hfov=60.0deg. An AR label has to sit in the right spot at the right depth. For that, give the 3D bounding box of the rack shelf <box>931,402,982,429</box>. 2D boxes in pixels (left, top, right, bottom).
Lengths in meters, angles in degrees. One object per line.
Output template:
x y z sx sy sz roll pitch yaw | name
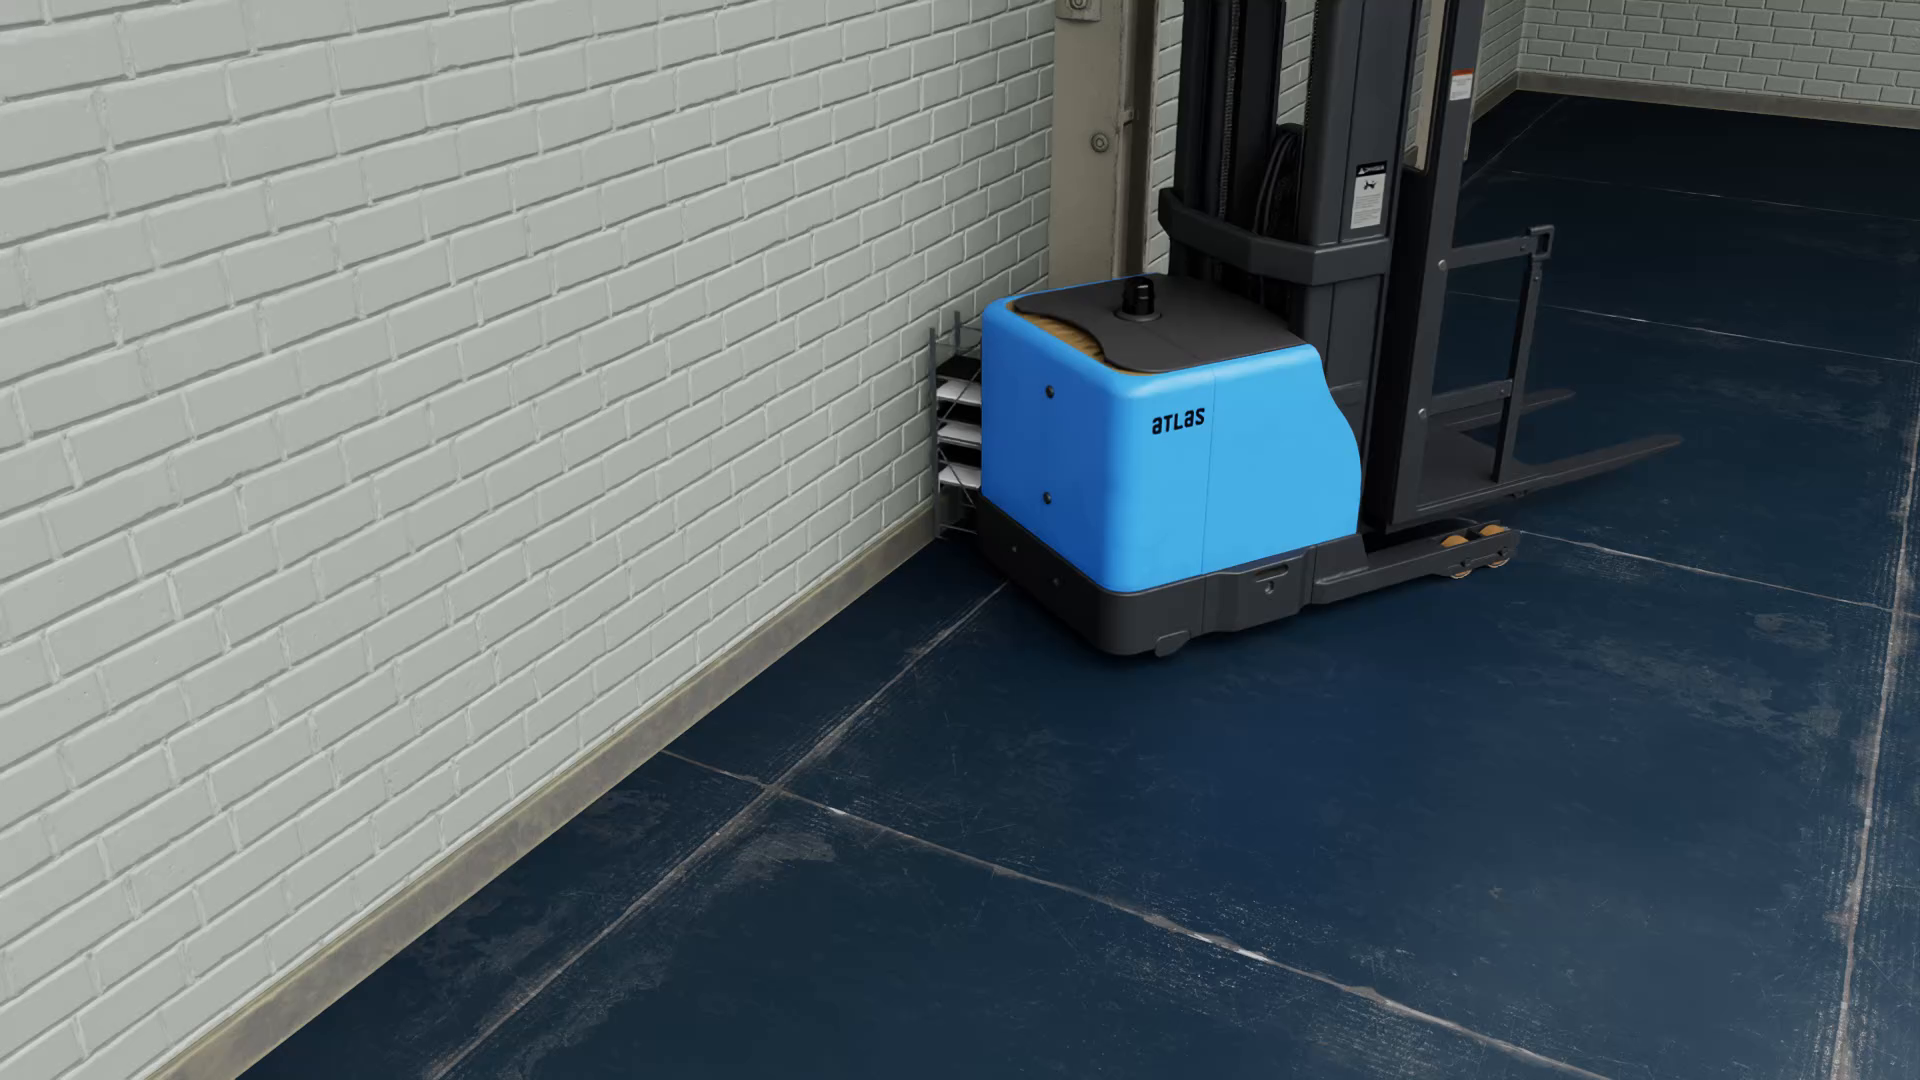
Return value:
0.046 -0.479 6.540 0.258 0.077 0.200 13 31 25 | rack shelf

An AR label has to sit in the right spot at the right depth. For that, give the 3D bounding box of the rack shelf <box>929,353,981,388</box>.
0.043 -0.638 6.457 0.258 0.077 0.200 13 31 25 | rack shelf

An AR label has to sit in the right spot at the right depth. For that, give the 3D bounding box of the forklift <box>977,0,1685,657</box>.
1.612 -1.354 6.181 3.031 2.935 1.130 -14 30 -25 | forklift

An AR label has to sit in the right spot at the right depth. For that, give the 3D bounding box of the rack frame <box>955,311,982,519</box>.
0.094 -0.471 6.646 0.240 0.900 0.006 13 31 25 | rack frame

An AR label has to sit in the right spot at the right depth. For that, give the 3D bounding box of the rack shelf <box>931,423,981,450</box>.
0.047 -0.399 6.582 0.258 0.077 0.200 13 31 25 | rack shelf

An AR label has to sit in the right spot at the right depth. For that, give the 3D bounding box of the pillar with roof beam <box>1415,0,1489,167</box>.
7.308 -5.877 8.438 9.100 9.000 0.400 14 30 26 | pillar with roof beam

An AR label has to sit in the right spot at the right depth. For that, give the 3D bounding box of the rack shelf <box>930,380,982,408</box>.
0.044 -0.559 6.498 0.258 0.077 0.200 13 31 25 | rack shelf

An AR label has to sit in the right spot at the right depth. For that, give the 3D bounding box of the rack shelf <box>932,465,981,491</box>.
0.050 -0.240 6.666 0.258 0.077 0.200 13 31 25 | rack shelf

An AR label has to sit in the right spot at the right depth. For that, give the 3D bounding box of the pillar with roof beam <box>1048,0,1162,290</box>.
4.357 -3.539 3.767 9.100 9.000 0.400 14 30 26 | pillar with roof beam

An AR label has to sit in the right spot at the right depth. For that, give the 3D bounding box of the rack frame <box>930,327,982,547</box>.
-0.001 -0.386 6.487 0.240 0.900 0.006 13 31 25 | rack frame

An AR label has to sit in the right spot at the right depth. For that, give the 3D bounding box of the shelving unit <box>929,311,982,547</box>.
0.047 -0.429 6.567 0.258 0.900 0.210 13 31 25 | shelving unit

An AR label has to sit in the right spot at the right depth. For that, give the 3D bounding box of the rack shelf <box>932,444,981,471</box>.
0.049 -0.320 6.624 0.258 0.077 0.200 13 31 25 | rack shelf
